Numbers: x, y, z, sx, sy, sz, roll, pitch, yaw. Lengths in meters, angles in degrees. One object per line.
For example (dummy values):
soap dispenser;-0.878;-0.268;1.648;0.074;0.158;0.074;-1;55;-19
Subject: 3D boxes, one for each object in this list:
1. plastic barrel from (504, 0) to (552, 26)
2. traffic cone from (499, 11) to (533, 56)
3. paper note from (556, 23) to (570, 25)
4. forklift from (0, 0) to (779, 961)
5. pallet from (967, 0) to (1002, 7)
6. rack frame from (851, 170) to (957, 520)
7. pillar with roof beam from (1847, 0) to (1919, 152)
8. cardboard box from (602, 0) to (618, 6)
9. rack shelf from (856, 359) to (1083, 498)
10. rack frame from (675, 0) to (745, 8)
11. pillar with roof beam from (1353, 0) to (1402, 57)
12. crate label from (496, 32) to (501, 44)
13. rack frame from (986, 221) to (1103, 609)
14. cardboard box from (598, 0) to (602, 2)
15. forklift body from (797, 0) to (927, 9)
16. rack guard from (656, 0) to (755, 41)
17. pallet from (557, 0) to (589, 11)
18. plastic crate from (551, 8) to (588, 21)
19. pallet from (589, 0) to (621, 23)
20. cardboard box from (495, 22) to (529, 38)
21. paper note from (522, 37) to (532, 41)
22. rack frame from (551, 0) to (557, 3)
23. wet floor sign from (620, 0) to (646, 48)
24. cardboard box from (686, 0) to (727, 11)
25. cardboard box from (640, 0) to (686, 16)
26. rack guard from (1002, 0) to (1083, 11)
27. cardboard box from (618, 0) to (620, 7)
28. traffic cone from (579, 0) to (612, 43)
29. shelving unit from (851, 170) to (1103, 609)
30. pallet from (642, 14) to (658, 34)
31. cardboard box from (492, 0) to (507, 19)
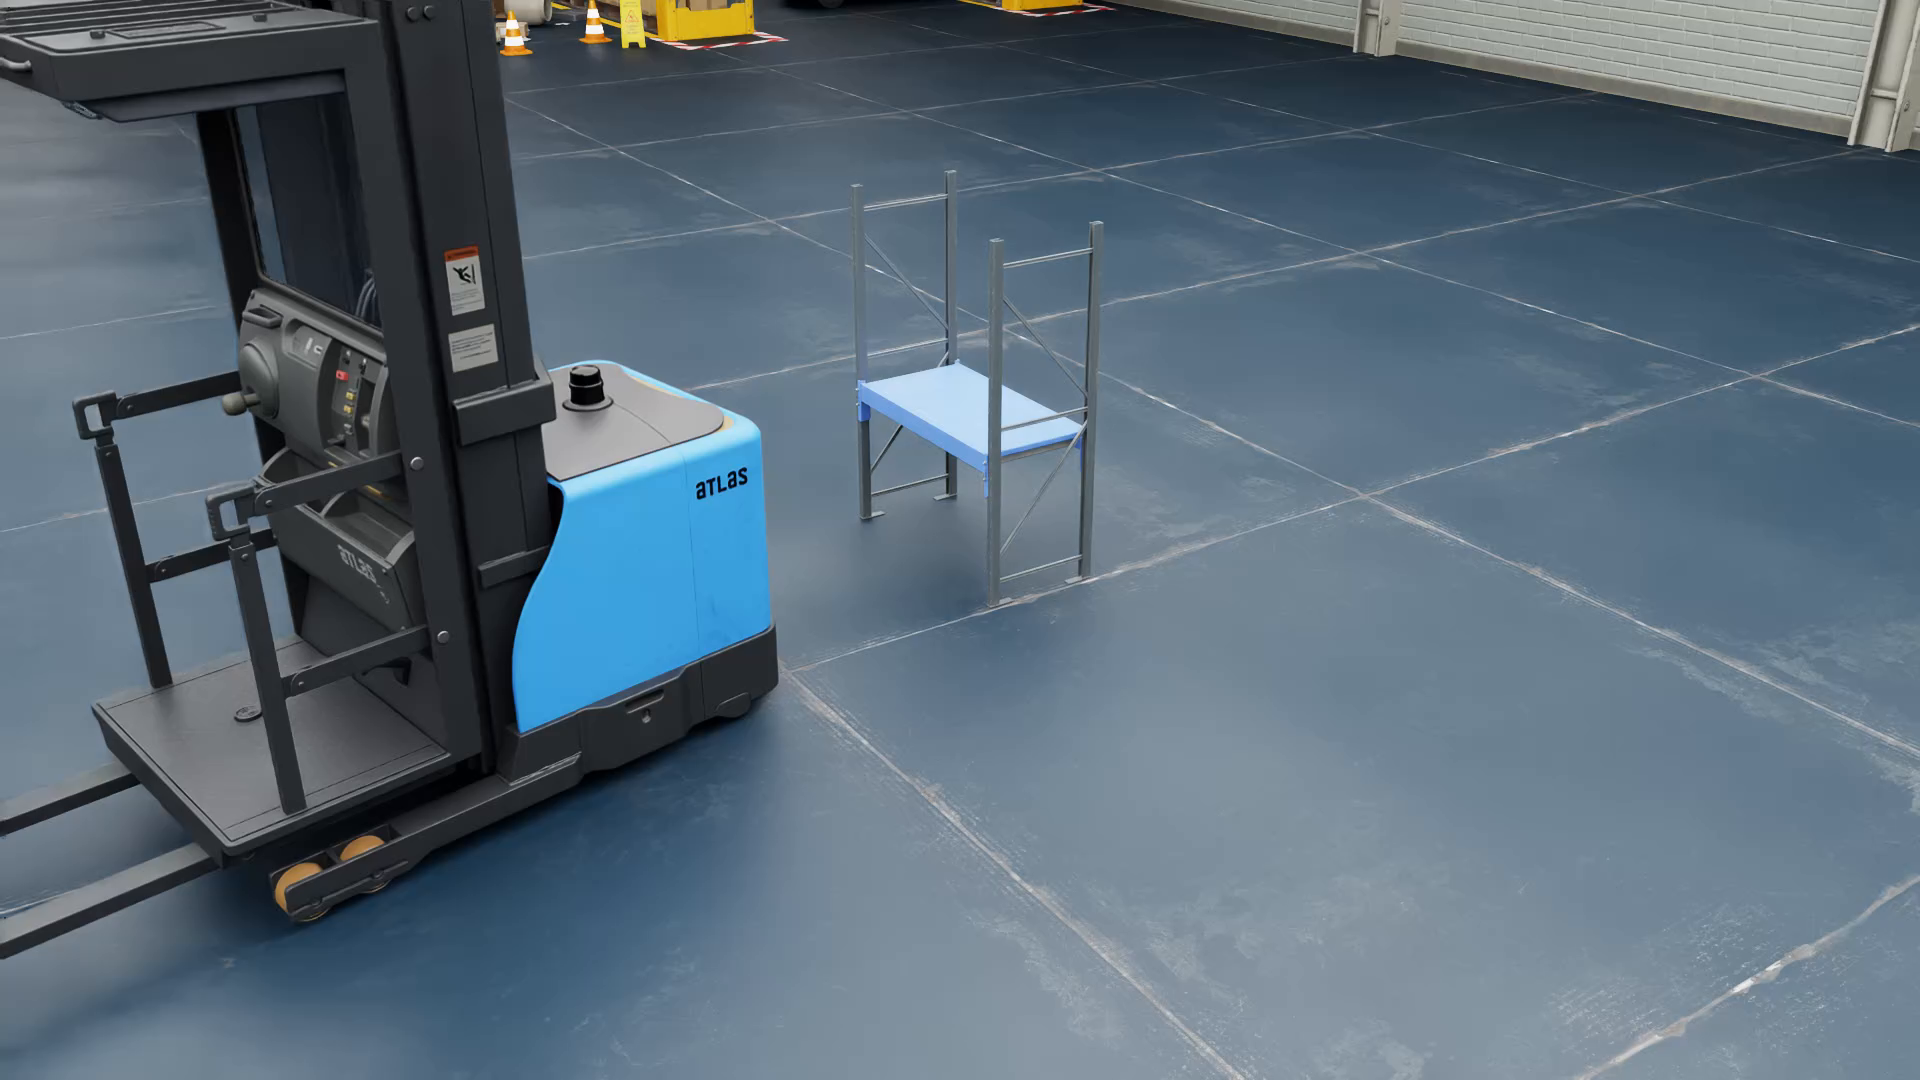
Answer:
plastic barrel;-5.441;-6.701;20.948;0.512;0.421;0.421;3;25;6
traffic cone;-5.105;-5.805;19.005;0.336;0.463;0.334;-16;29;-30
paper note;-5.039;-6.556;21.102;0.148;0.019;0.142;18;31;33
forklift;-2.063;-0.457;4.784;3.031;2.935;1.130;-23;33;-39
pallet;0.659;-7.641;23.188;1.003;0.211;1.213;-16;29;-30
rack frame;-0.231;-0.830;7.250;0.500;1.500;0.032;-16;29;-30
pillar with roof beam;4.431;-6.514;10.508;9.100;9.000;0.400;-16;29;-30
cardboard box;-4.278;-7.026;21.348;0.500;0.250;0.500;-17;30;-31
rack shelf;0.047;-0.485;6.942;0.538;0.185;1.000;-16;29;-30
rack frame;-3.045;-7.480;19.580;1.000;3.000;0.127;-16;29;-30
pillar with roof beam;1.155;-8.660;15.054;9.100;9.000;0.400;-16;29;-30
crate label;-5.586;-5.925;19.640;0.298;0.136;0.250;12;28;24
rack frame;0.324;-0.466;6.480;0.500;1.500;0.032;-16;29;-30
cardboard box;-4.540;-7.205;21.729;0.500;0.250;0.500;-16;30;-30
forklift body;-1.452;-8.507;22.751;2.313;2.155;1.214;-16;29;-30
rack guard;-3.087;-6.376;20.172;1.175;0.500;0.348;-16;29;-30
pallet;-4.832;-7.417;22.715;1.003;0.211;1.213;-16;29;-30
plastic crate;-5.059;-6.837;21.640;0.583;0.080;0.402;18;31;33
pallet;-4.162;-6.981;21.790;1.003;0.211;1.213;-16;29;-30
cardboard box;-5.453;-6.188;20.184;0.380;0.149;0.250;-1;25;-3
paper note;-5.229;-6.011;19.948;0.142;0.019;0.148;18;31;33
rack frame;-5.229;-8.910;22.611;1.000;3.000;0.127;-16;29;-30
wet floor sign;-3.838;-6.098;19.411;0.267;0.644;0.232;-6;26;-12
cardboard box;-3.254;-6.779;20.825;0.500;0.250;0.500;-16;30;-30
cardboard box;-3.725;-6.661;20.576;0.500;0.250;0.500;-16;29;-30
rack guard;1.125;-7.499;22.549;1.175;0.500;0.348;-16;29;-30
cardboard box;-3.988;-6.840;20.954;0.500;0.250;0.500;-15;29;-29
traffic cone;-4.361;-6.186;19.811;0.336;0.463;0.334;-16;29;-30
shelving unit;0.047;-0.648;6.865;0.538;1.500;1.048;-16;29;-30
pallet;-3.500;-6.545;20.866;1.003;0.211;1.213;-16;29;-30
cardboard box;-5.784;-7.081;21.661;0.500;0.500;0.500;3;25;6
